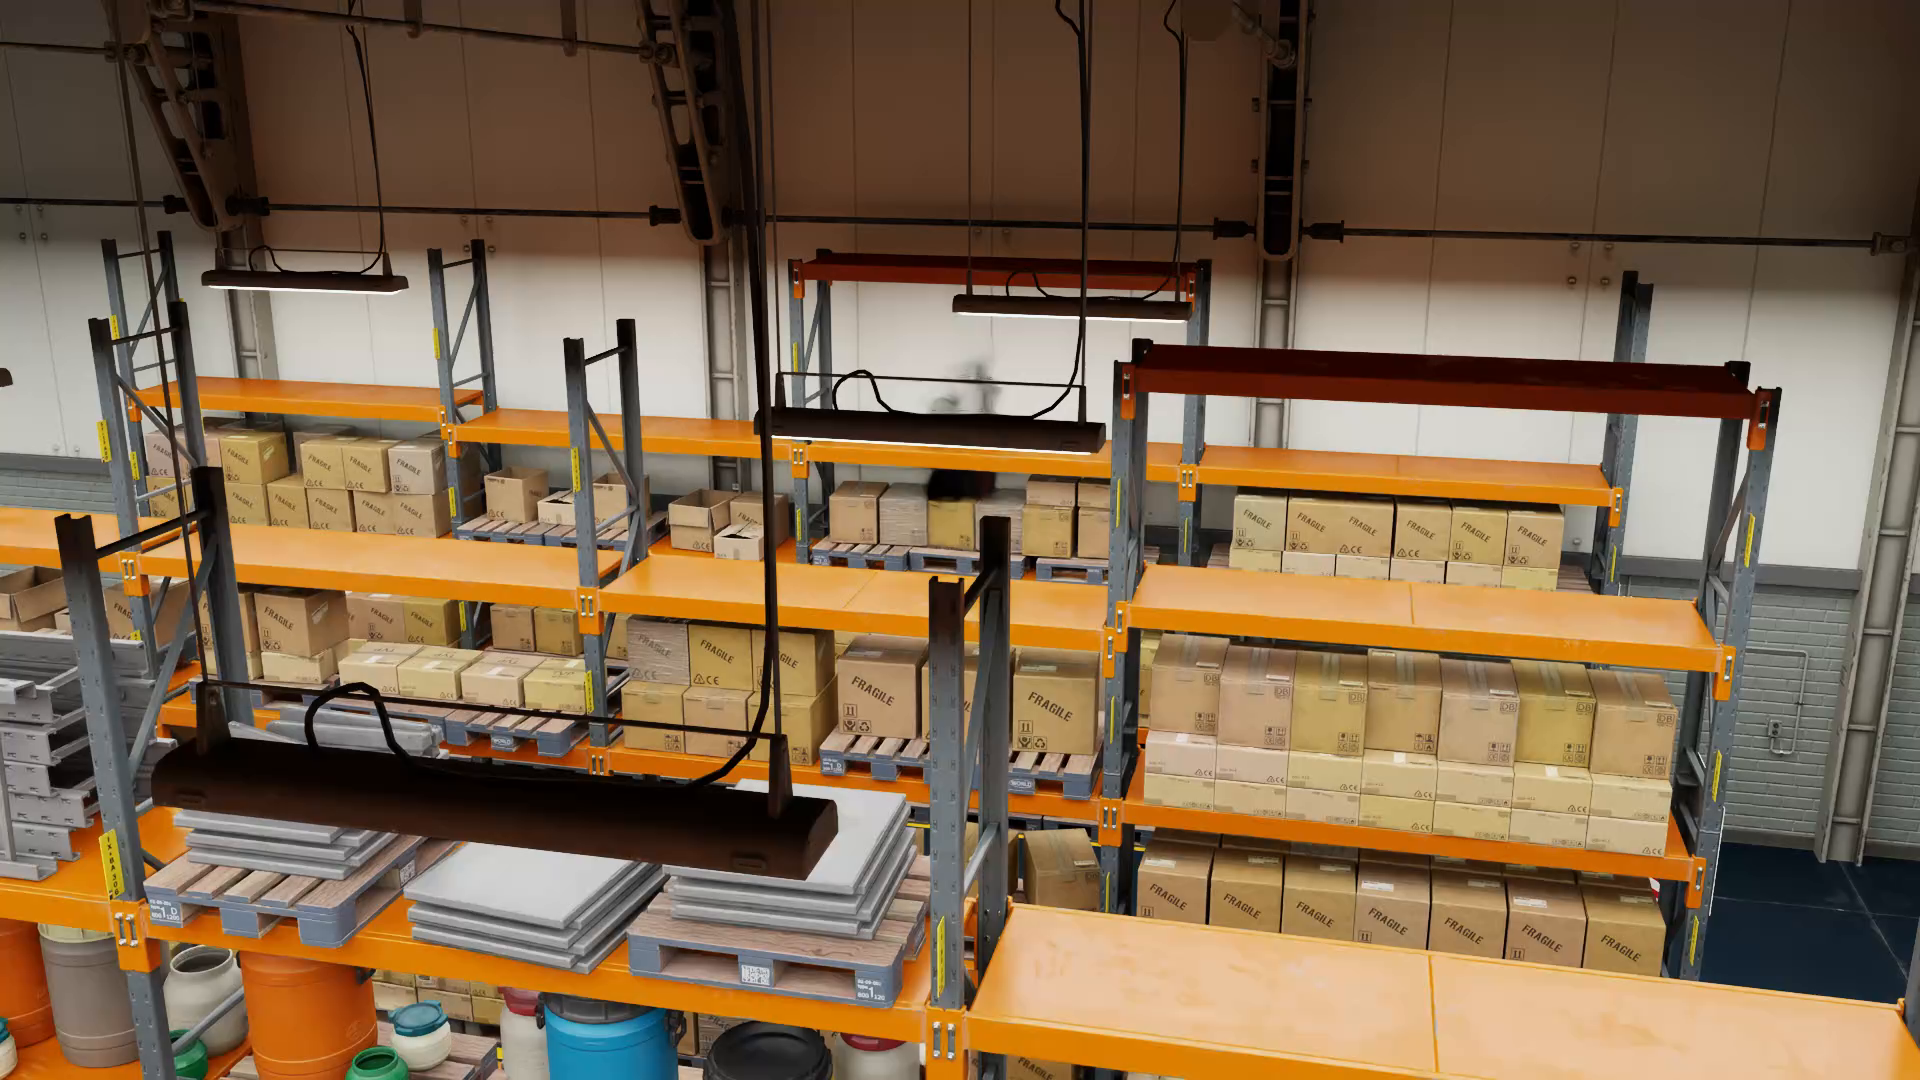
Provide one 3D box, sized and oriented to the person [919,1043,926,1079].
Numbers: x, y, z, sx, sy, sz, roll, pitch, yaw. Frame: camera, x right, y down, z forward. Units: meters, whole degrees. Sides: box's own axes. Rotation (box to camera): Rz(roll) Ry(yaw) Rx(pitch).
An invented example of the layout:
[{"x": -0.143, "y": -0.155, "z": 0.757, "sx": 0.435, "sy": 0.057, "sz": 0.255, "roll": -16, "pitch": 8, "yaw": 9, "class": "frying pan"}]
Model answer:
[{"x": -0.238, "y": 4.122, "z": 11.184, "sx": 0.567, "sy": 1.725, "sz": 0.710, "roll": 2, "pitch": 16, "yaw": 6, "class": "person"}]
